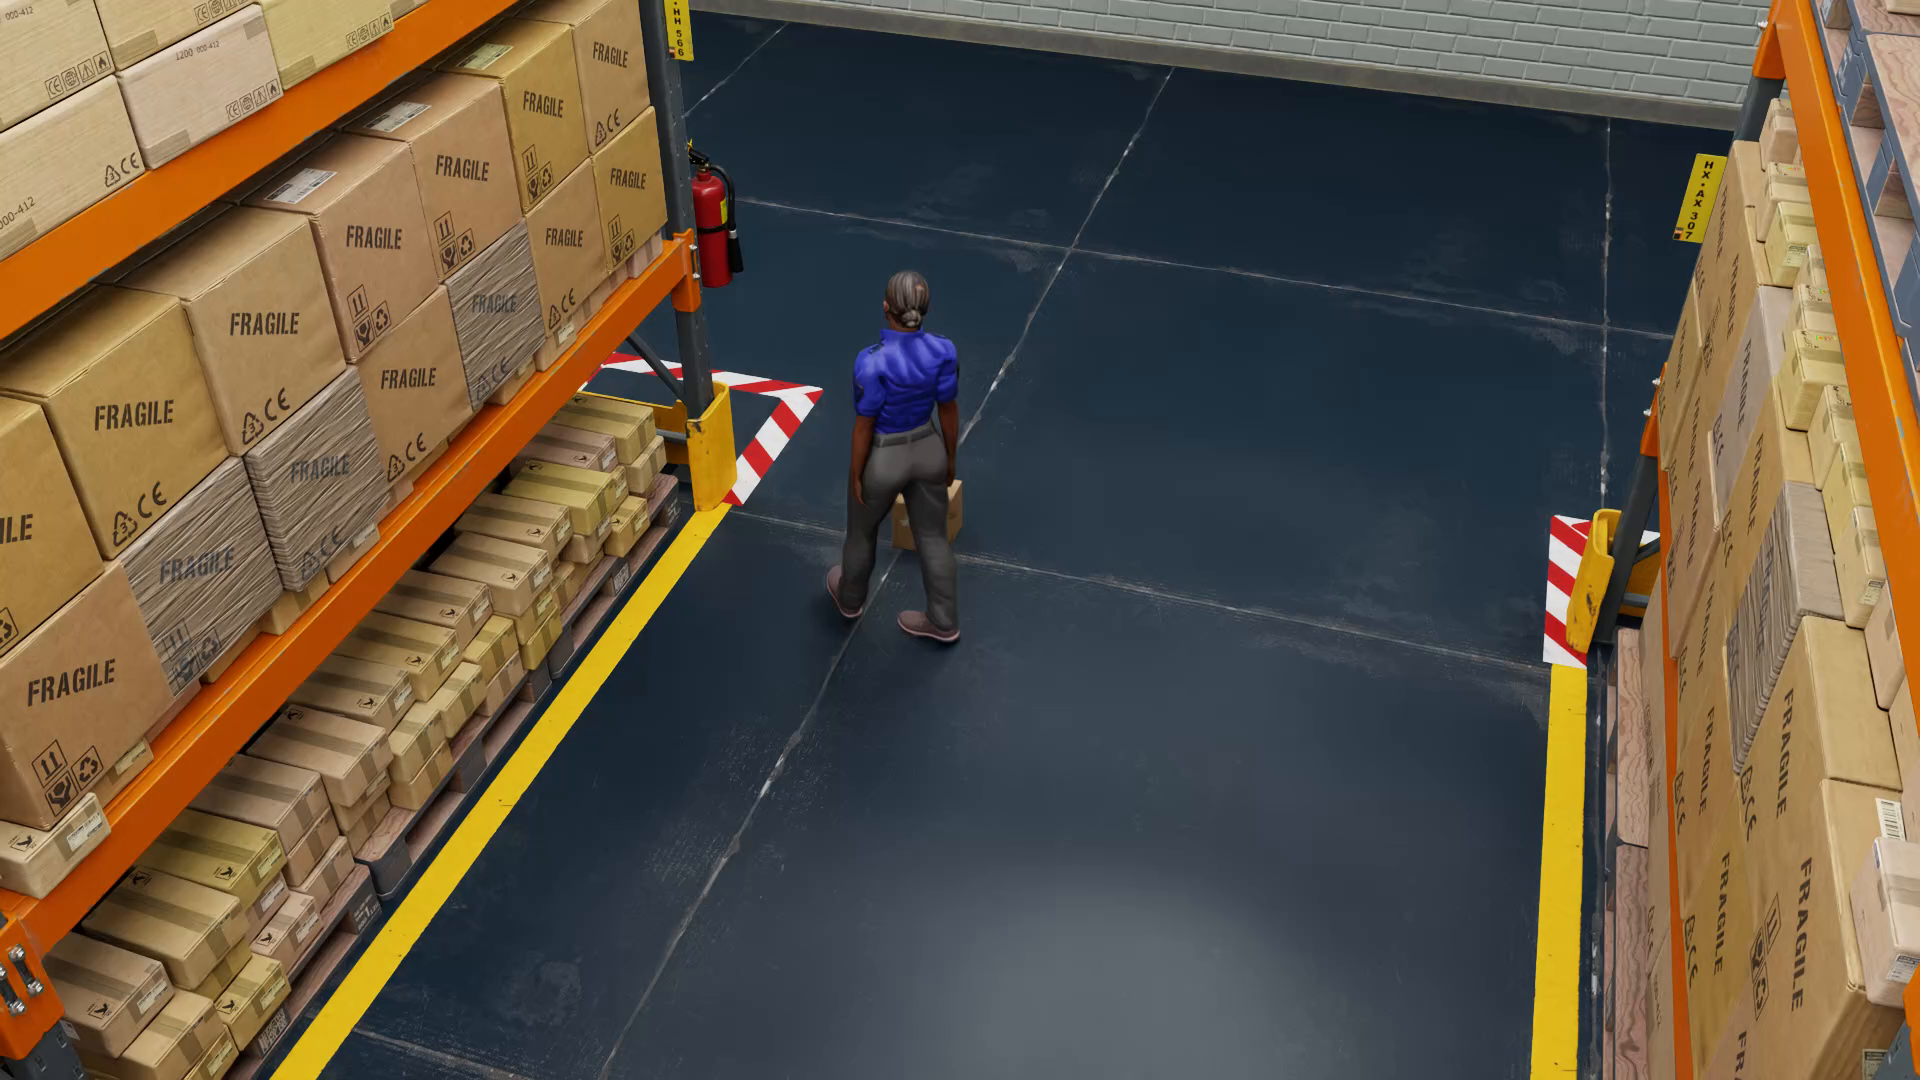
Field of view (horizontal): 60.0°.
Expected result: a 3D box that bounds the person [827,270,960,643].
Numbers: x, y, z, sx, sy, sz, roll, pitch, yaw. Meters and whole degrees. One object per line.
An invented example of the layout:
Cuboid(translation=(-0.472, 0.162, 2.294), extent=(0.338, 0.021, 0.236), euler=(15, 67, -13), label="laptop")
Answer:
Cuboid(translation=(-0.271, -0.346, 6.609), extent=(0.469, 1.656, 0.624), euler=(-17, 41, -22), label="person")
